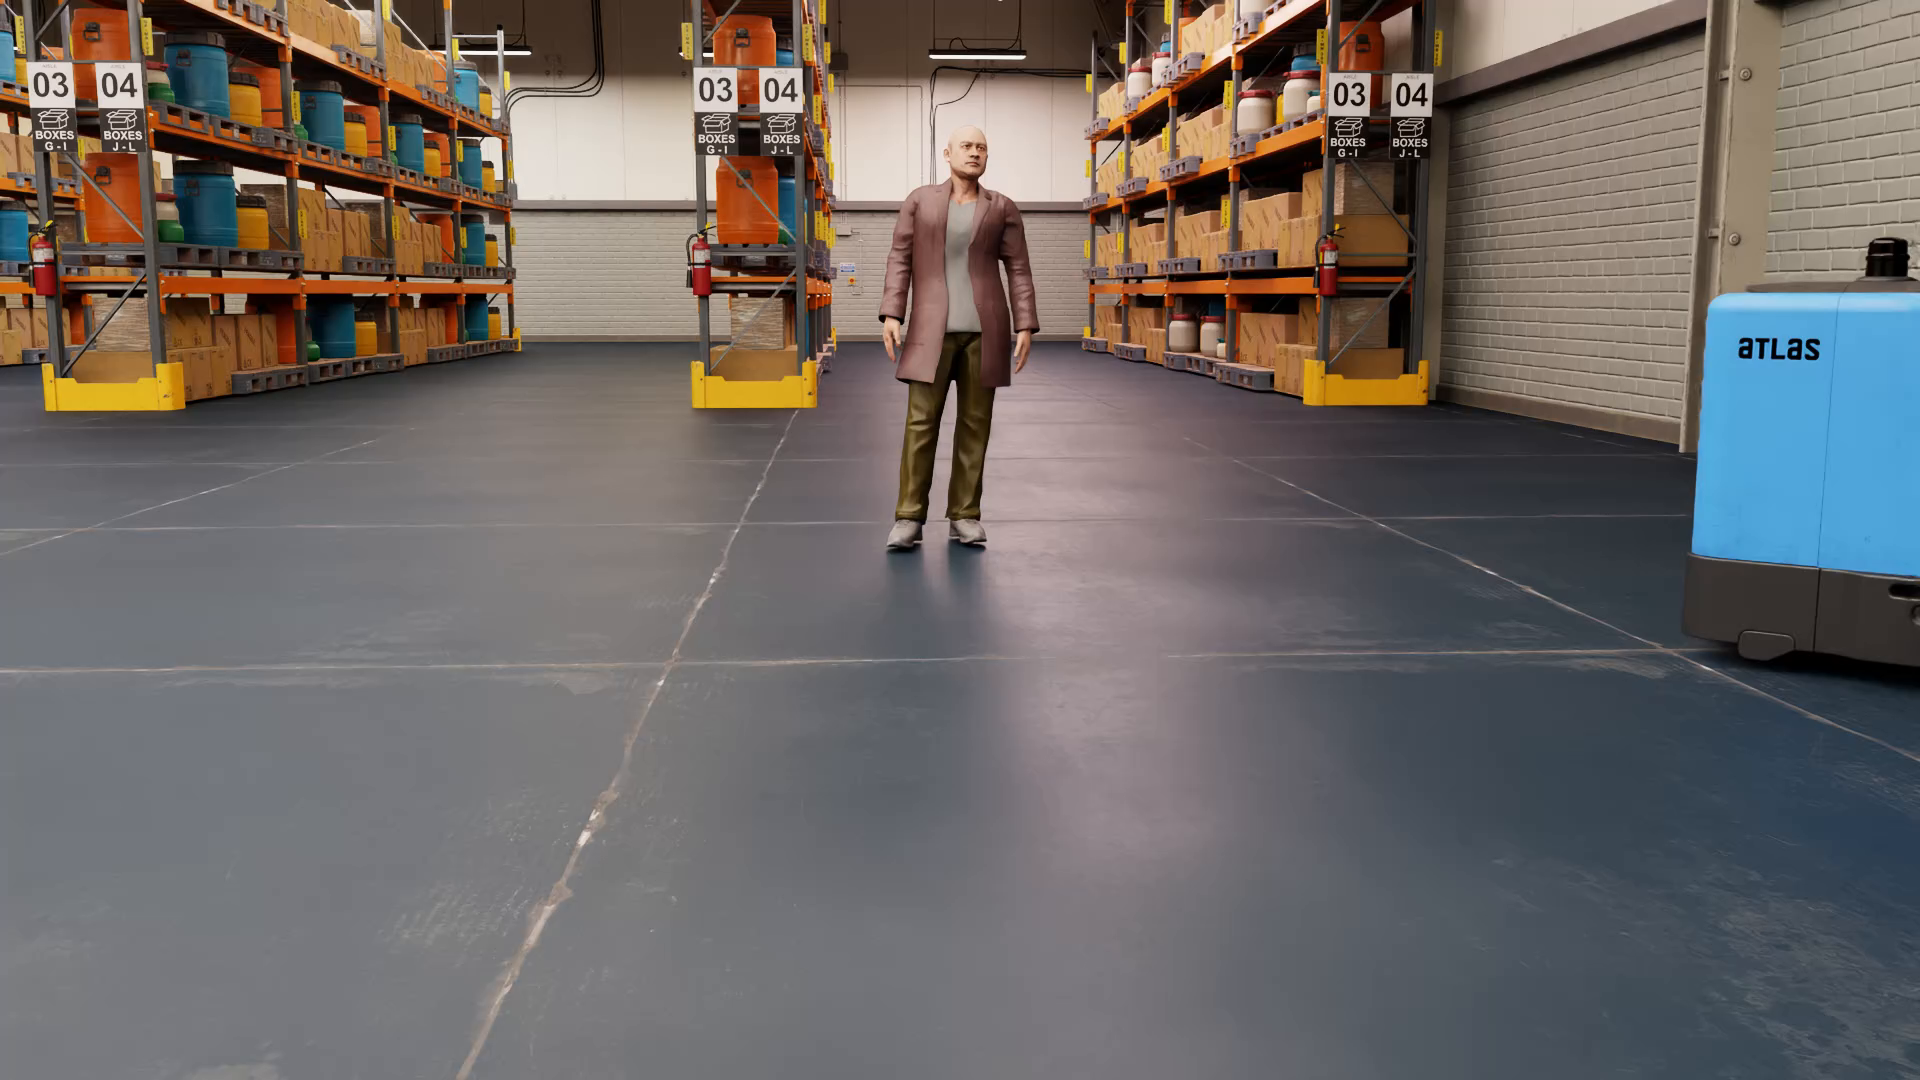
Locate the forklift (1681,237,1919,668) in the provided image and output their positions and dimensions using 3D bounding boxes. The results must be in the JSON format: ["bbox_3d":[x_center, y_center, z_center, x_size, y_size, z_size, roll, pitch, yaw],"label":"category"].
[{"bbox_3d":[3.622,-1.019,4.195,3.031,2.935,1.130,7,11,38],"label":"forklift"}]

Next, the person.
[{"bbox_3d":[0.001,-0.873,7.089,0.696,1.775,0.582,-1,8,-4],"label":"person"}]
